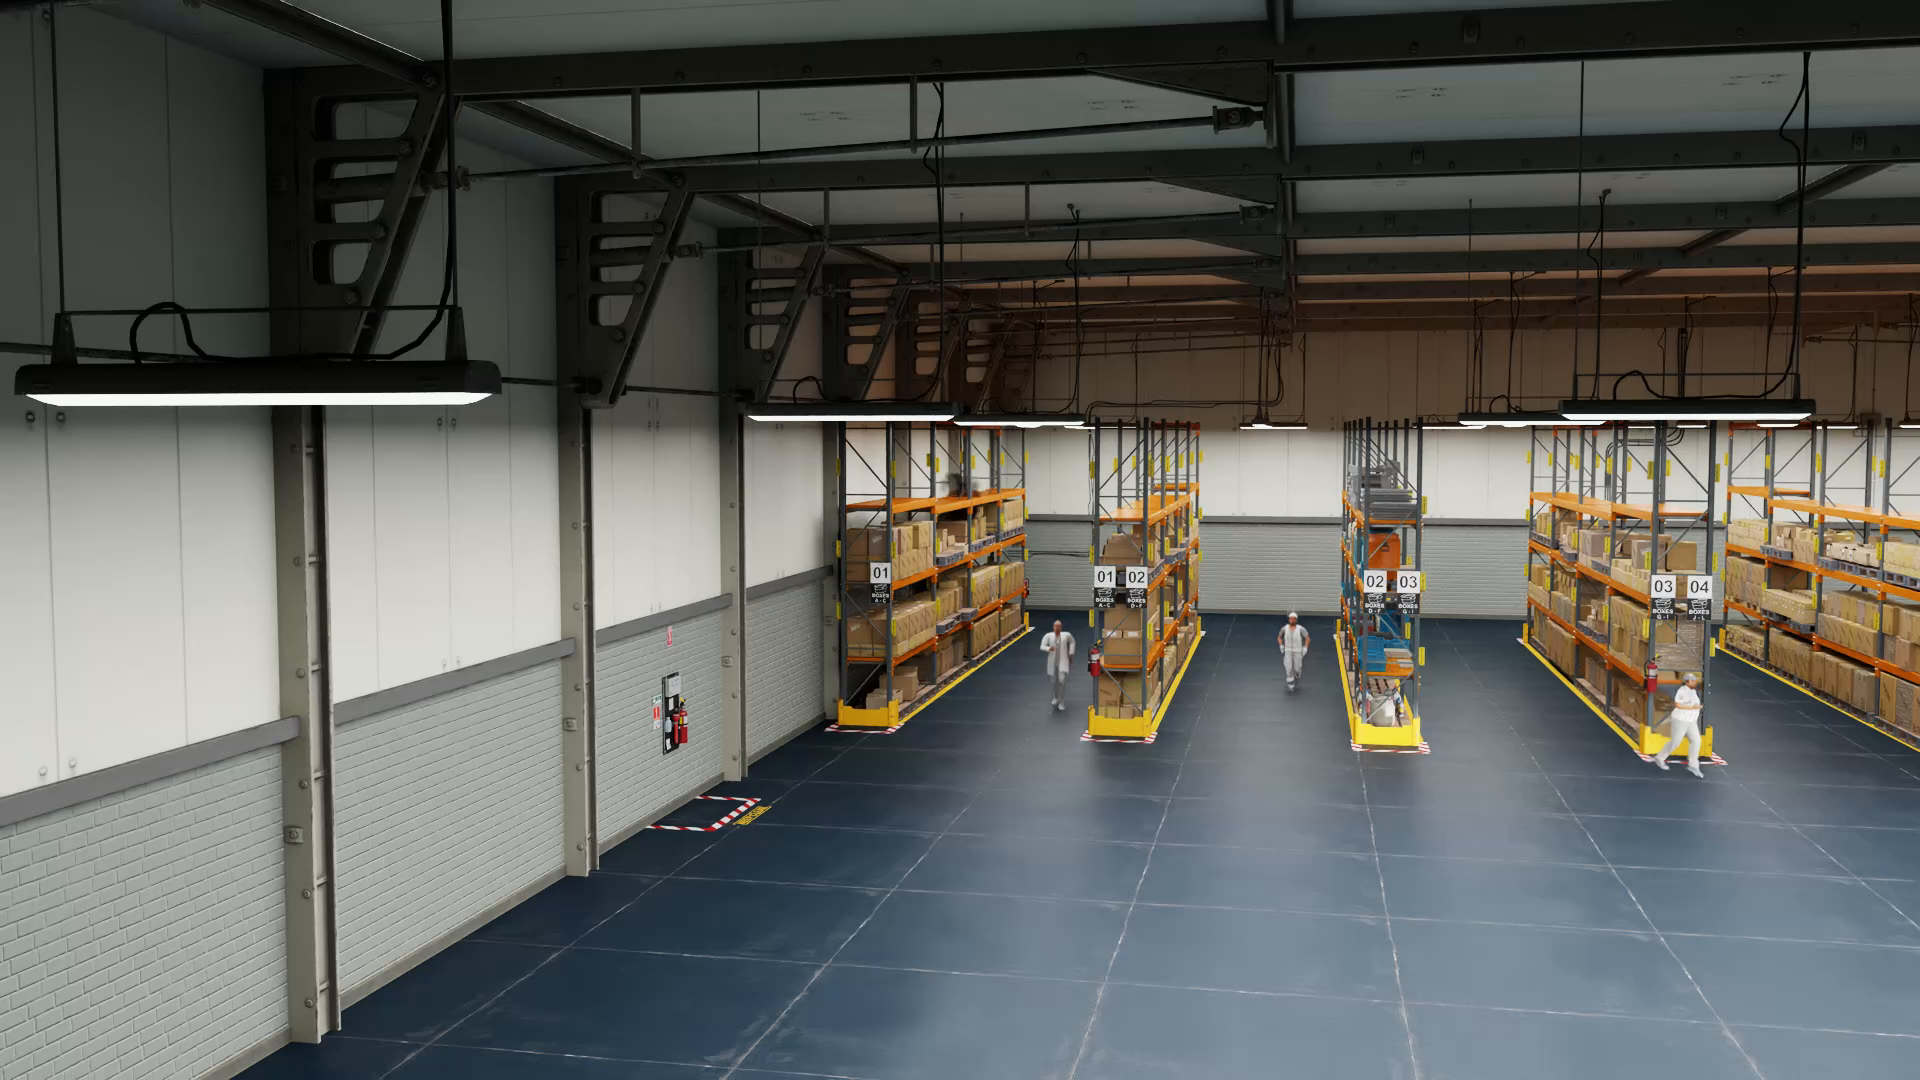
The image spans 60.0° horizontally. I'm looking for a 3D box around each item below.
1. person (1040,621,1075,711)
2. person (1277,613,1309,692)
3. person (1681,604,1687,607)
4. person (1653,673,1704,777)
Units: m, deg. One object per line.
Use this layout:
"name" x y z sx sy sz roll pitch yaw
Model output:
"person" 2.019 2.696 34.531 0.692 1.659 0.882 1 4 9
"person" 7.361 2.467 36.750 0.702 1.742 0.637 1 4 16
"person" 18.715 2.107 43.093 0.671 1.713 0.690 2 4 27
"person" 12.153 3.085 27.945 0.611 1.711 0.817 -3 5 -38
